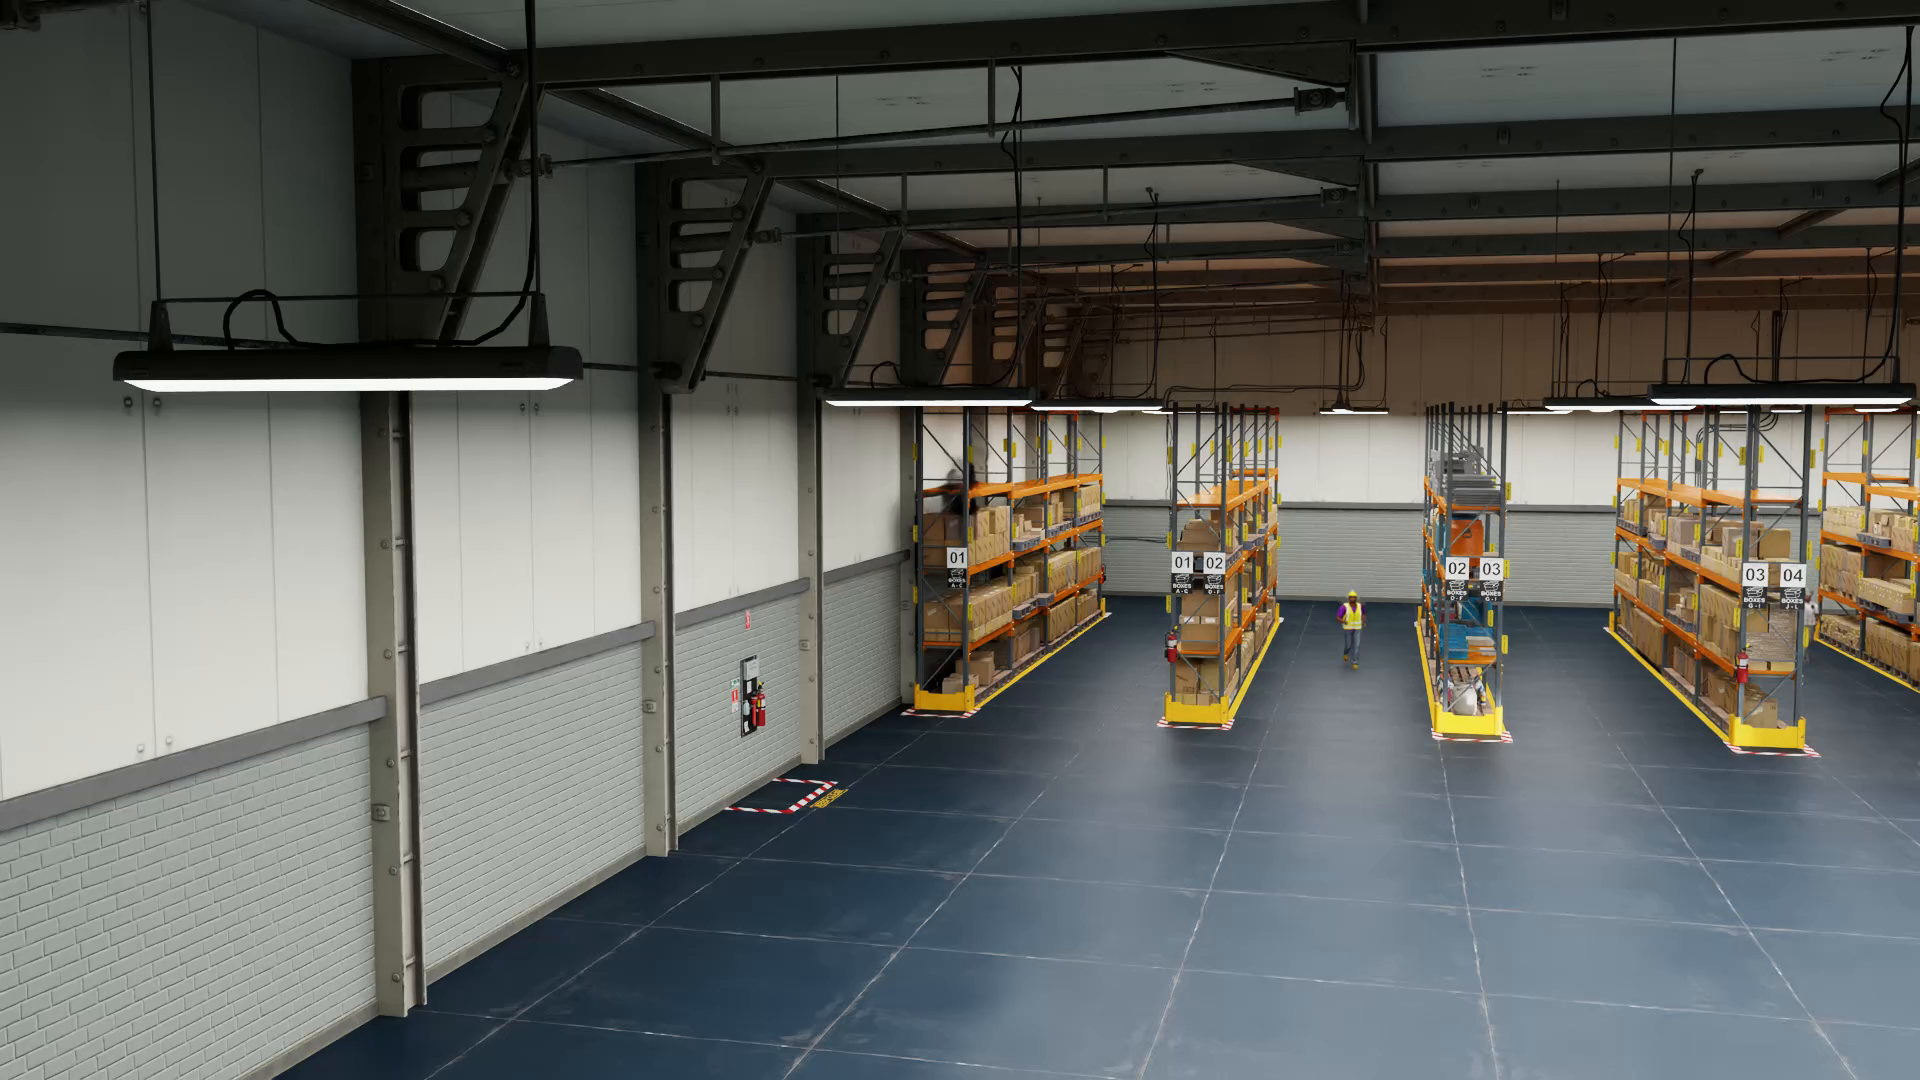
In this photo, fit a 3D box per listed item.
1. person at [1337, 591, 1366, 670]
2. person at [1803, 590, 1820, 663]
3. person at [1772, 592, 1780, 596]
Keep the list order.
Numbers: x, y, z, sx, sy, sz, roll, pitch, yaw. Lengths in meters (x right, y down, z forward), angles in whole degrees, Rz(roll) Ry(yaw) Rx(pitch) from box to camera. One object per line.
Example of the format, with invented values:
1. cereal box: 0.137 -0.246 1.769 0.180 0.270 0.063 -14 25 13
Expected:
1. person: 8.947 2.040 37.915 0.699 1.751 0.923 0 4 0
2. person: 19.907 2.015 39.118 0.578 1.688 0.779 1 4 18
3. person: 21.386 1.674 44.041 0.675 1.586 0.779 -4 6 -43
